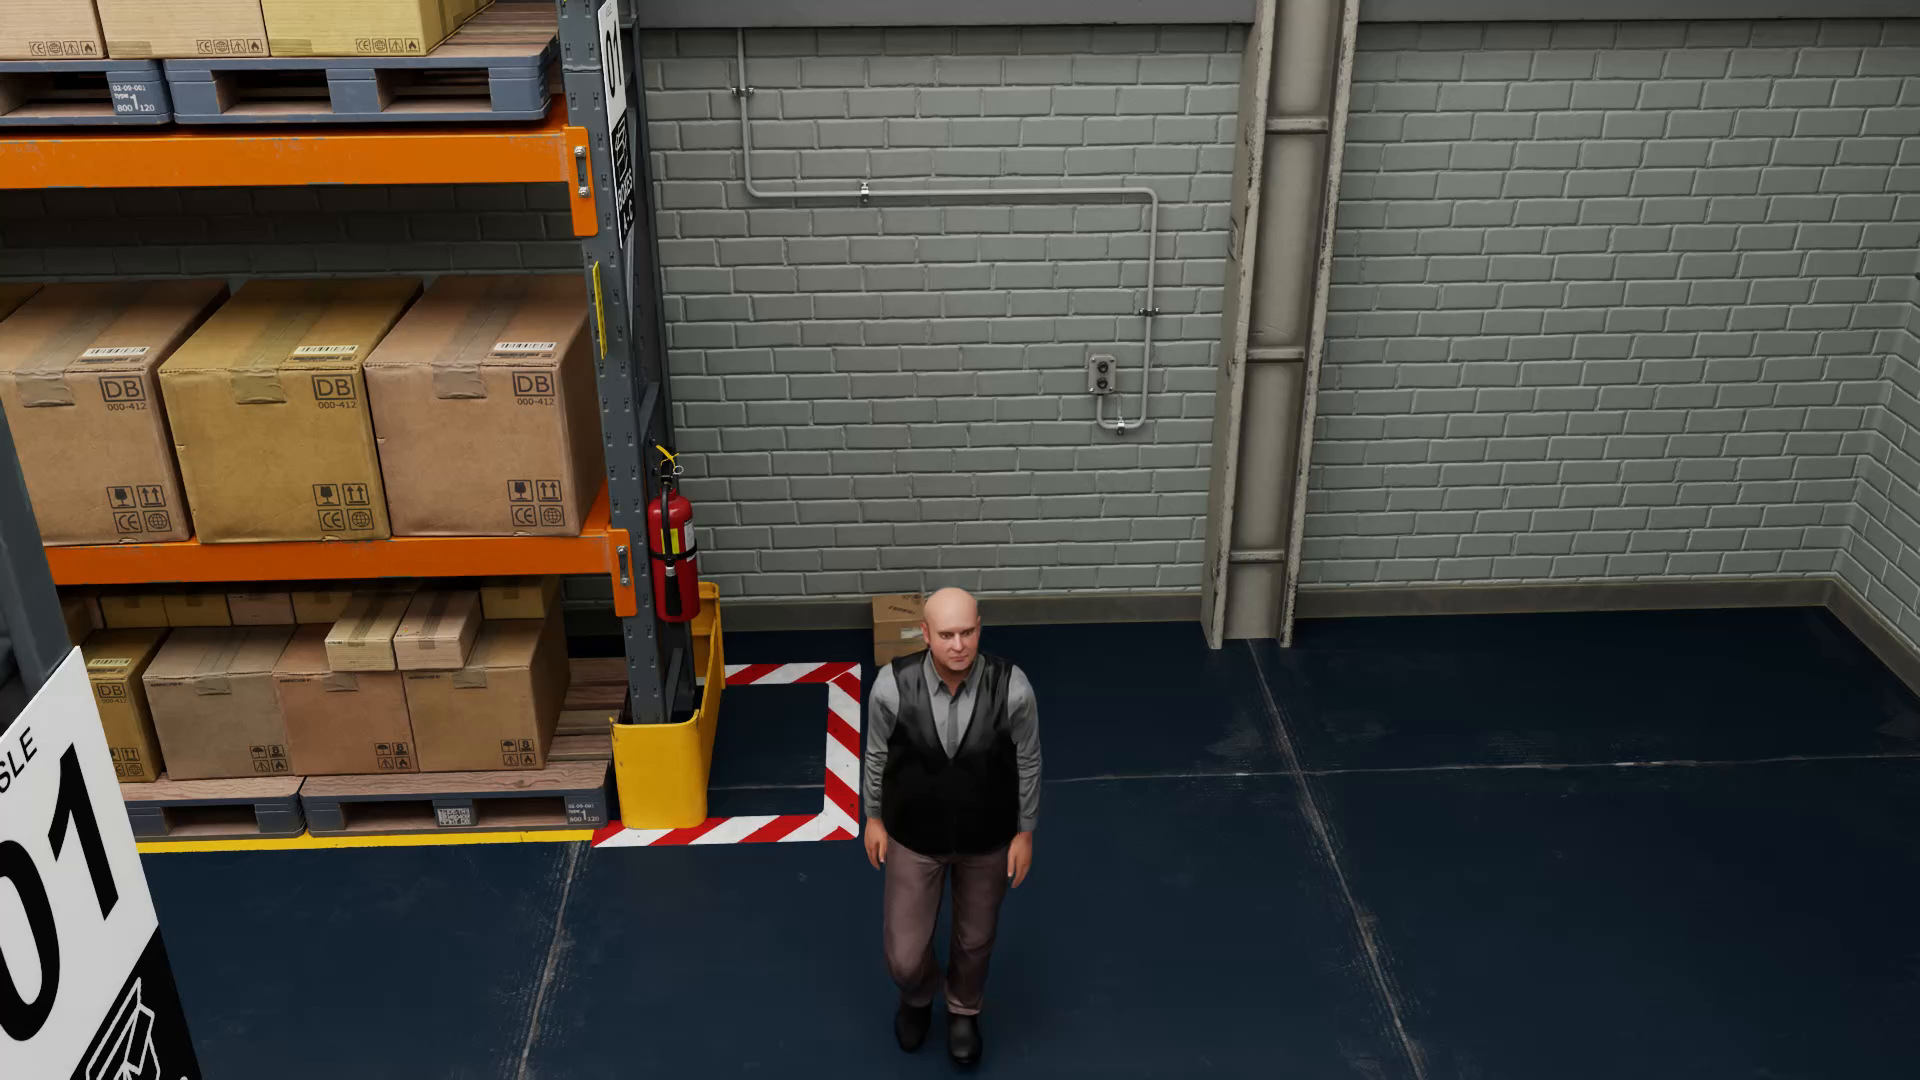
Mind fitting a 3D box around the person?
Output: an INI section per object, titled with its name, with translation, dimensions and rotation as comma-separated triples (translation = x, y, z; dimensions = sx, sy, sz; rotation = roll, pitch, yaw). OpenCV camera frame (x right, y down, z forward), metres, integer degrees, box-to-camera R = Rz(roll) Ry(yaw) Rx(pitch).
[person]
translation = -0.020, 0.966, 5.241
dimensions = 0.564, 1.739, 0.454
rotation = -1, 27, -3
